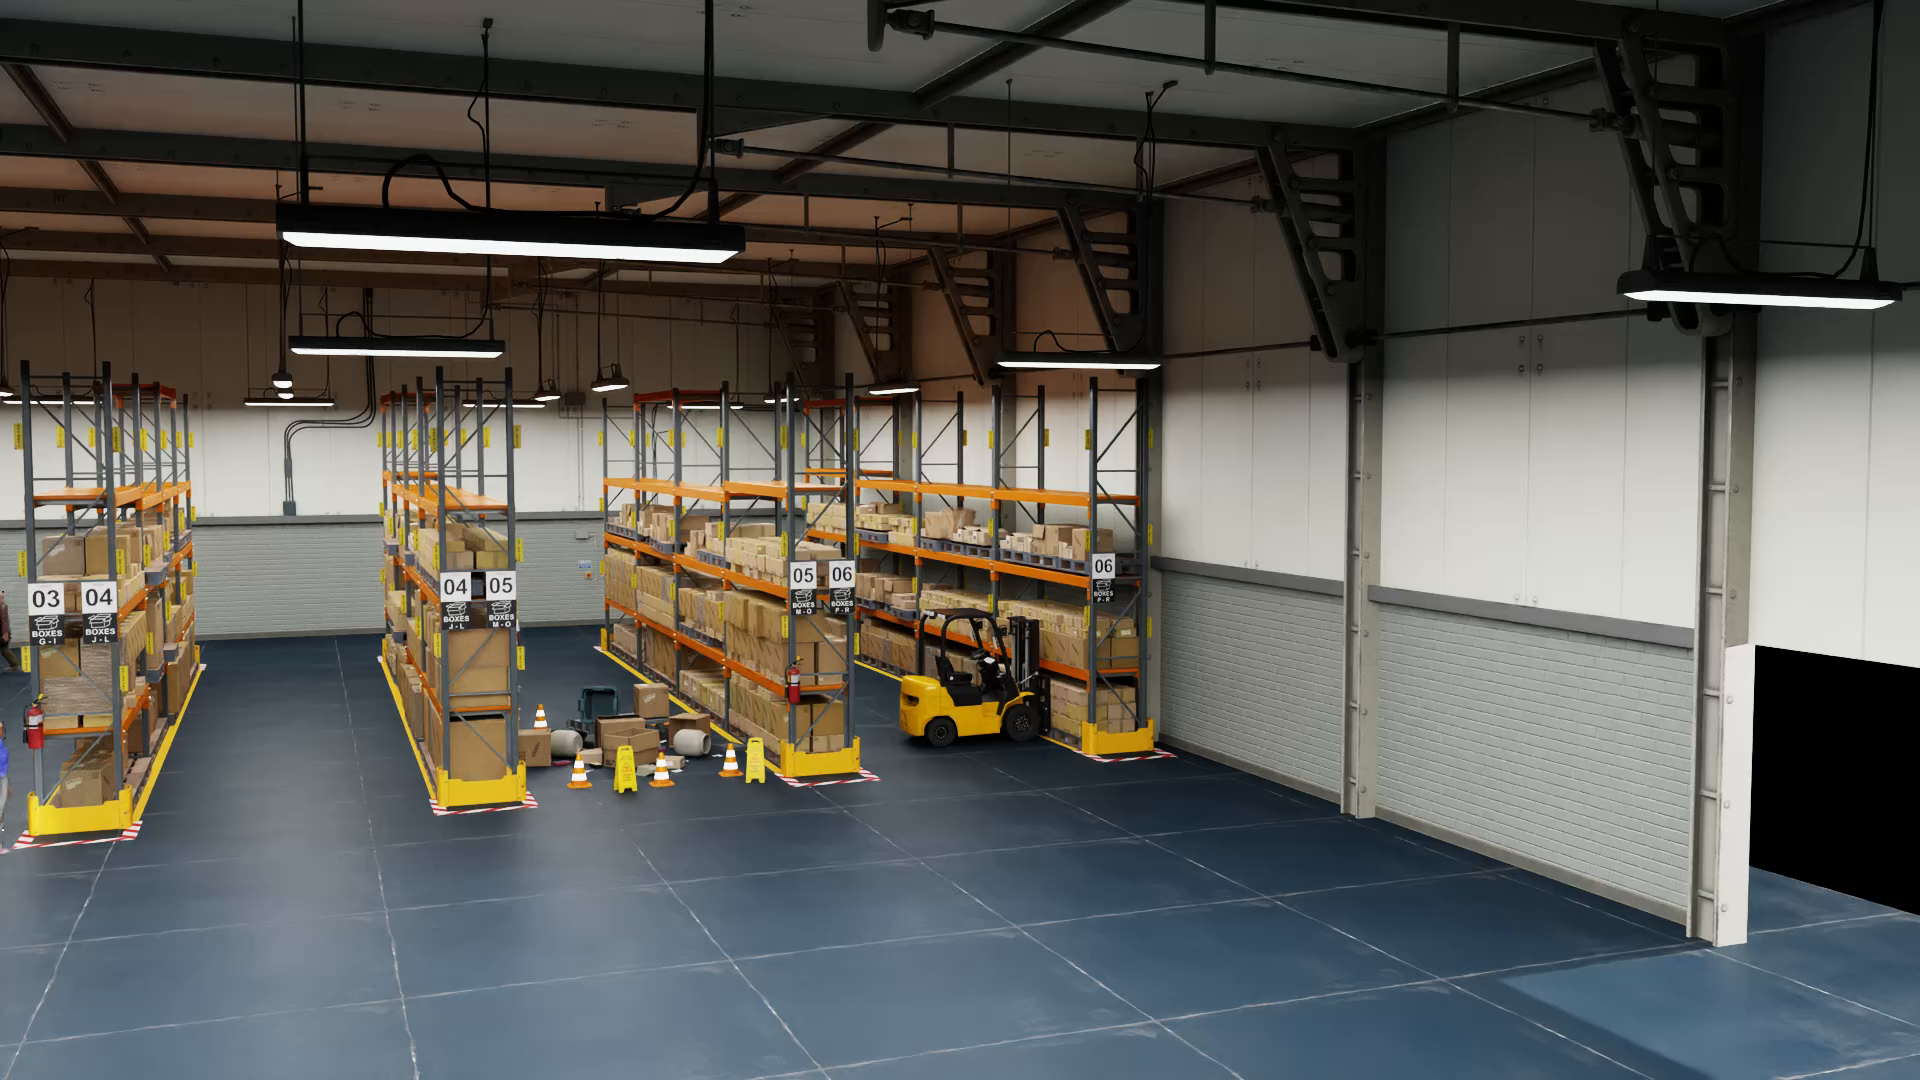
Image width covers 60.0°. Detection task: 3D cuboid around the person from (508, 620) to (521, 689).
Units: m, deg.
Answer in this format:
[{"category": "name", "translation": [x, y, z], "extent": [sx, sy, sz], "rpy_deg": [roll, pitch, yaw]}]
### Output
[{"category": "person", "translation": [-9.066, 2.130, 33.205], "extent": [0.610, 1.765, 0.513], "rpy_deg": [0, 3, 2]}]

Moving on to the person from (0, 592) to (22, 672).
[{"category": "person", "translation": [-20.524, 2.002, 35.539], "extent": [0.819, 1.793, 0.645], "rpy_deg": [-2, 4, -25]}]

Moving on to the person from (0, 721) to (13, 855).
[{"category": "person", "translation": [-11.554, 2.972, 19.864], "extent": [0.448, 1.663, 0.507], "rpy_deg": [1, 4, 15]}]
